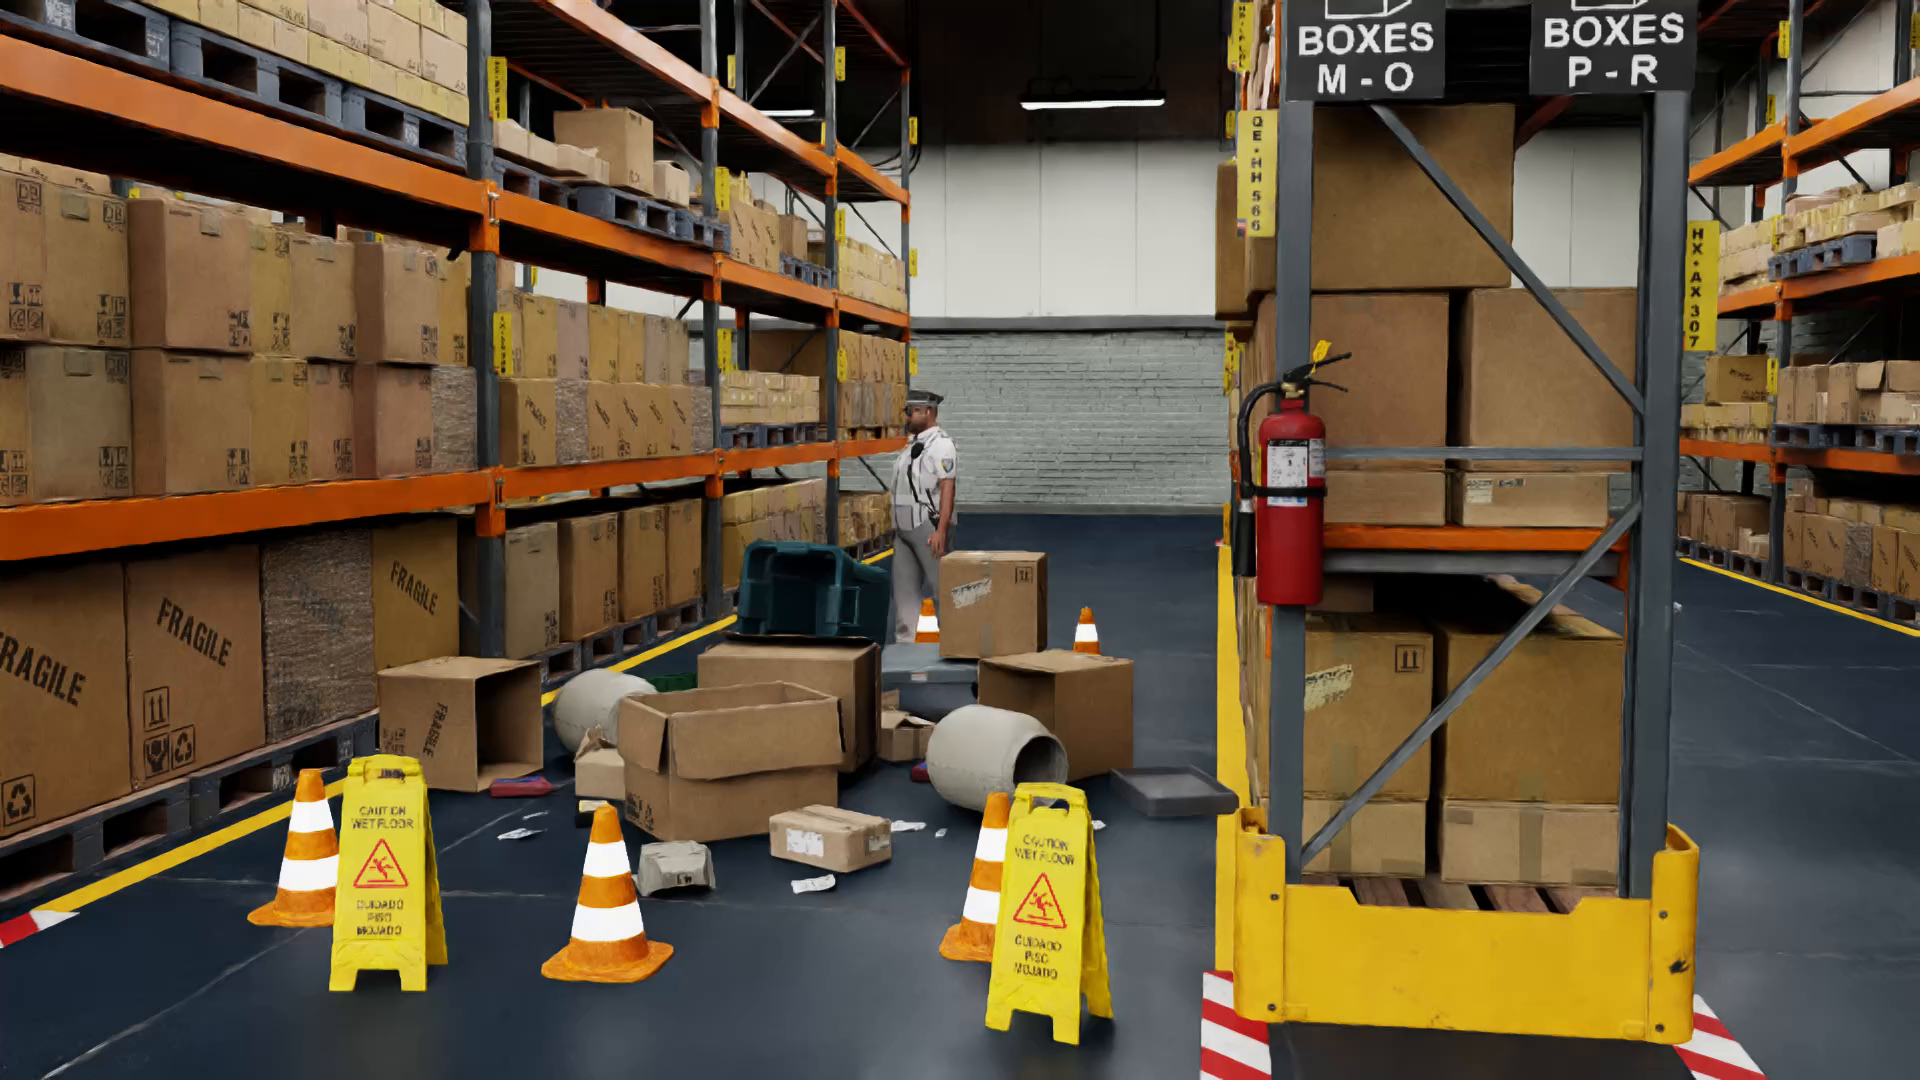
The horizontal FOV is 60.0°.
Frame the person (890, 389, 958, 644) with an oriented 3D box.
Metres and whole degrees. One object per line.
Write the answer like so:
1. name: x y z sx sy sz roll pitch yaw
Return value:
1. person: -0.230 -0.070 10.436 0.680 1.754 0.625 -3 5 -31
